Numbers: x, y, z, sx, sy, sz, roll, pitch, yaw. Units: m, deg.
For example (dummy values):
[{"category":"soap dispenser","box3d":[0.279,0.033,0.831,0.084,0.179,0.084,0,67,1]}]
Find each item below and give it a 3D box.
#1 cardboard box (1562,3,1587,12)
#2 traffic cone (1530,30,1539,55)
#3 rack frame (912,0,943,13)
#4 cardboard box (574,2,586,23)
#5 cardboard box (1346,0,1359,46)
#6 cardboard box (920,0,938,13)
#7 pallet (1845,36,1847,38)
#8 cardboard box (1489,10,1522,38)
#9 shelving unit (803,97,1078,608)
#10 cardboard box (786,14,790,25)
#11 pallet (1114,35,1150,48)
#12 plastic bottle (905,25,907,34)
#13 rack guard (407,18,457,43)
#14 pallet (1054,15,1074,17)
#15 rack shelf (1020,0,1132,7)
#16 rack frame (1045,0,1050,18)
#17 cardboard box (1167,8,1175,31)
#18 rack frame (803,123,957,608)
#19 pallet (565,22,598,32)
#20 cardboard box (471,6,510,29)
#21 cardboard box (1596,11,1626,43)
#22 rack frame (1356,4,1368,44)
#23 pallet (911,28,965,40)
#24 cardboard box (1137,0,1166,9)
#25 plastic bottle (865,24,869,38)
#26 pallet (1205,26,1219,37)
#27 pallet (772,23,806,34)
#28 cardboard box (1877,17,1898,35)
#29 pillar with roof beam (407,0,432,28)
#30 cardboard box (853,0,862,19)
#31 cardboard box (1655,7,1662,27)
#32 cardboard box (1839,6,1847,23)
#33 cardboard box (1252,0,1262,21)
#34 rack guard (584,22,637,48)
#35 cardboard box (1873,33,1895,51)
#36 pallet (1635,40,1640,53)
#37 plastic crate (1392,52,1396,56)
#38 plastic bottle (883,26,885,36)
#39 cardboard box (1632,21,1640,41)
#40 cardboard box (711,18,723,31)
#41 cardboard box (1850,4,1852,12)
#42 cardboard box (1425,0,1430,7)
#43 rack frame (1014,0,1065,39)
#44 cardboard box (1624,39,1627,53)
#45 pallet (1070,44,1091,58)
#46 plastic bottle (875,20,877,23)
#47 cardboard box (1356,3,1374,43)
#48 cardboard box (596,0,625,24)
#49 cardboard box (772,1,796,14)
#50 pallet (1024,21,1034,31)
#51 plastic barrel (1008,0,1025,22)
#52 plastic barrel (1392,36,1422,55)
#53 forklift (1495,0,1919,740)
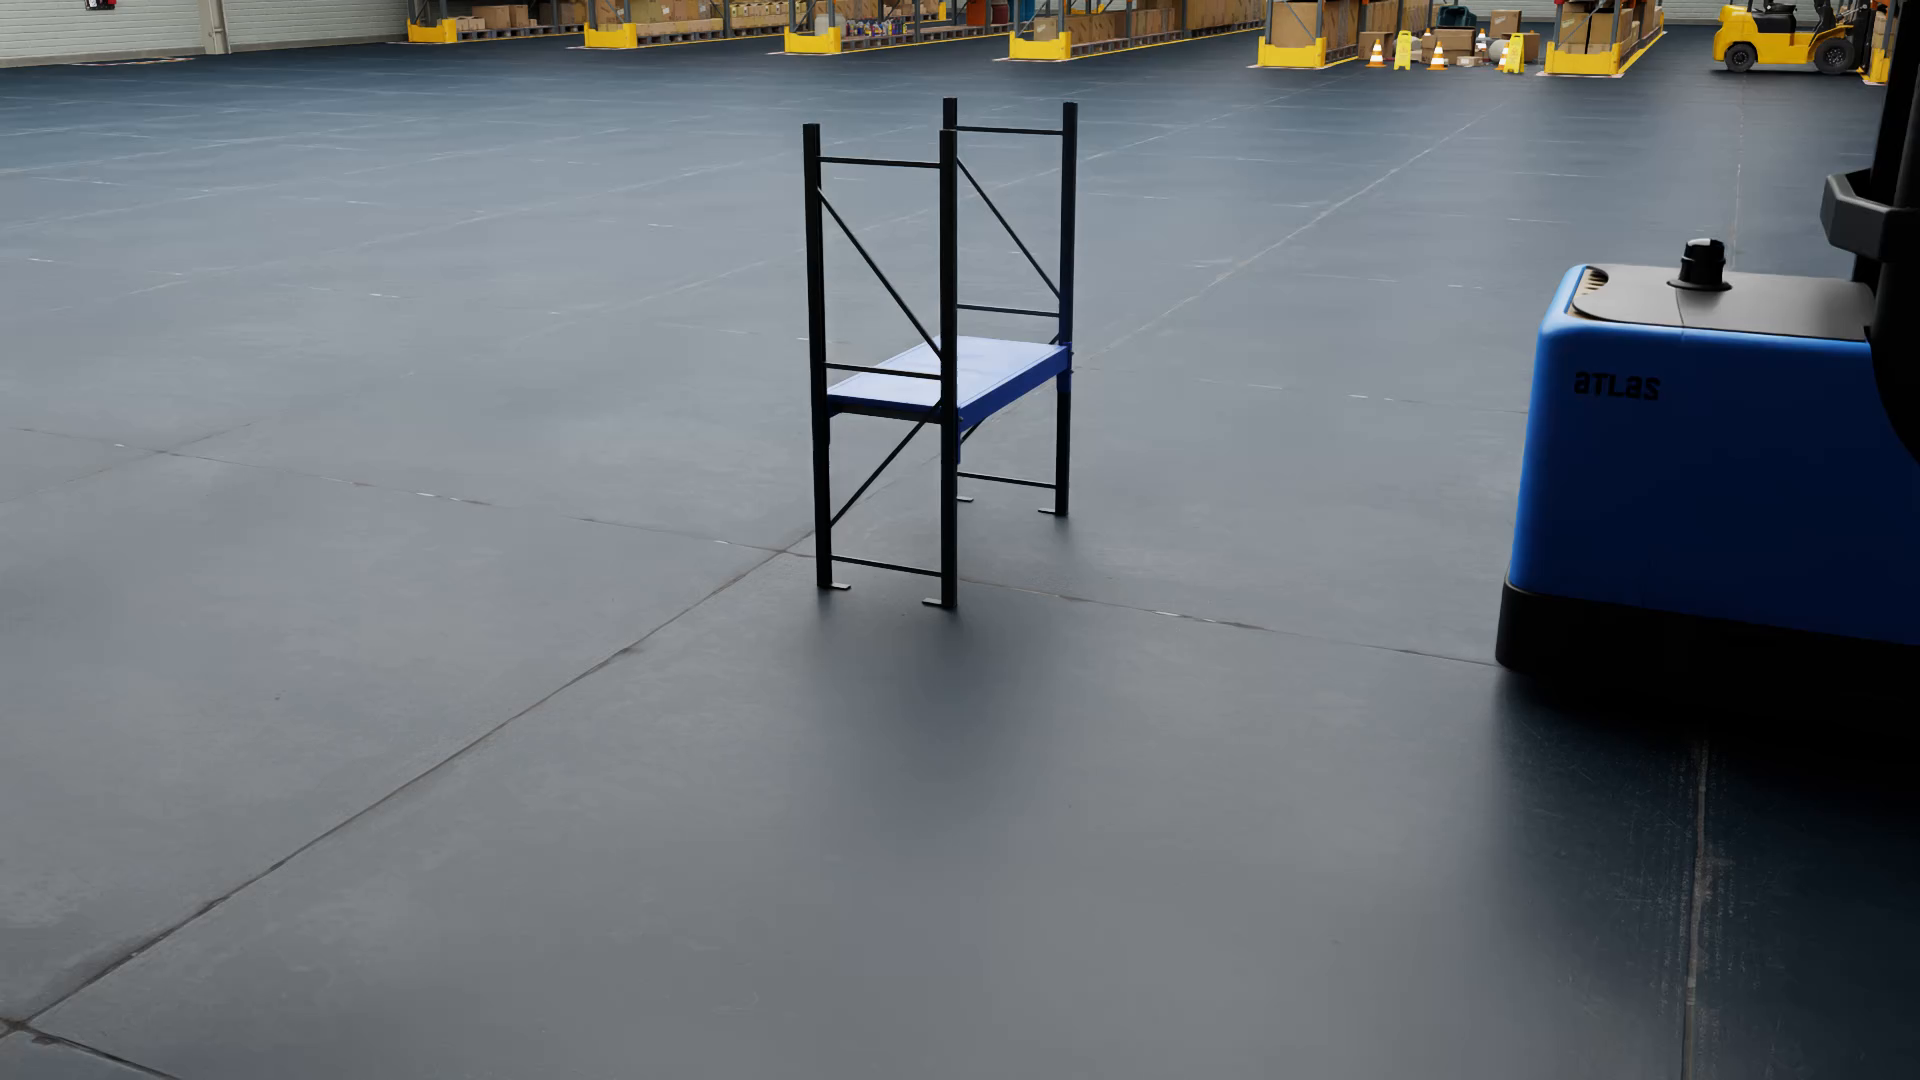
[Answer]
[{"category":"cardboard box","box3d":[10.734,-9.314,29.071,0.380,0.149,0.250,9,22,24]},{"category":"traffic cone","box3d":[11.423,-9.949,33.254,0.336,0.463,0.334,9,21,23]},{"category":"rack frame","box3d":[-0.970,-16.962,49.186,1.000,3.000,0.127,9,21,23]},{"category":"cardboard box","box3d":[-9.953,-13.394,42.227,0.700,0.500,0.500,8,21,22]},{"category":"cardboard box","box3d":[7.314,-10.236,32.817,0.875,0.875,0.875,9,21,24]},{"category":"cardboard box","box3d":[-0.968,-15.791,48.969,0.500,0.500,0.500,9,21,23]},{"category":"pallet","box3d":[19.700,-10.771,35.941,1.003,0.211,1.213,9,21,23]},{"category":"cardboard box","box3d":[10.557,-9.987,32.175,0.500,0.500,0.500,9,21,23]},{"category":"shelving unit","box3d":[-0.035,-0.681,5.644,0.538,1.500,1.048,9,21,23]},{"category":"cardboard box","box3d":[-4.447,-13.066,41.709,0.500,0.250,0.500,8,21,22]},{"category":"pallet","box3d":[3.469,-10.857,36.183,1.003,0.211,1.213,9,21,23]},{"category":"plastic bottle","box3d":[-1.231,-11.348,36.920,0.097,0.201,0.097,0,20,0]},{"category":"rack guard","box3d":[-12.012,-11.595,37.825,1.175,0.500,0.348,9,21,23]},{"category":"pallet","box3d":[3.174,-14.720,47.045,1.003,0.211,1.213,9,21,23]},{"category":"rack shelf","box3d":[2.333,-10.983,33.447,1.077,0.370,4.000,9,21,23]},{"category":"rack frame","box3d":[1.909,-15.058,43.834,1.000,3.000,0.127,9,21,23]},{"category":"cardboard box","box3d":[4.534,-11.978,38.246,0.700,0.500,0.500,7,21,20]},{"category":"rack frame","box3d":[-0.243,-0.525,5.207,0.500,1.500,0.032,9,21,23]},{"category":"pallet","box3d":[-9.589,-13.271,42.969,1.003,0.211,1.213,9,21,23]},{"category":"cardboard box","box3d":[-11.098,-12.369,39.348,0.700,0.500,0.500,7,21,19]},{"category":"cardboard box","box3d":[11.357,-8.982,29.107,0.500,0.500,0.500,8,21,21]},{"category":"rack frame","box3d":[7.635,-11.221,33.045,1.000,3.000,0.127,9,21,23]},{"category":"pallet","box3d":[-0.582,-11.918,39.167,1.003,0.211,1.213,9,21,23]},{"category":"cardboard box","box3d":[4.335,-12.166,37.656,0.500,0.250,0.500,11,22,29]},{"category":"plastic bottle","box3d":[-1.978,-10.823,35.340,0.097,0.271,0.097,0,20,0]},{"category":"pallet","box3d":[5.682,-12.444,40.645,1.003,0.211,1.213,9,21,23]},{"category":"pallet","box3d":[-4.619,-12.956,42.084,1.003,0.211,1.213,9,21,23]},{"category":"cardboard box","box3d":[14.989,-8.227,26.611,0.500,0.250,0.500,9,22,25]},{"category":"pillar with roof beam","box3d":[-8.618,-15.318,35.610,9.100,9.000,0.400,9,21,23]},{"category":"cardboard box","box3d":[-2.965,-14.275,44.706,0.500,0.500,0.500,9,21,23]},{"category":"cardboard box","box3d":[16.561,-12.736,40.501,0.875,0.438,0.875,9,22,24]},{"category":"cardboard box","box3d":[21.300,-12.409,39.484,0.797,0.503,0.637,8,21,21]},{"category":"cardboard box","box3d":[7.504,-14.313,44.283,0.875,0.875,0.875,9,21,23]},{"category":"rack guard","box3d":[-7.532,-10.885,35.831,1.175,0.500,0.348,9,21,23]},{"category":"cardboard box","box3d":[14.999,-8.000,26.718,0.500,0.250,0.500,8,21,22]},{"category":"pallet","box3d":[13.509,-10.243,34.457,1.003,0.211,1.213,9,21,23]},{"category":"plastic crate","box3d":[8.760,-9.691,32.852,0.662,0.188,0.450,-14,14,-33]},{"category":"plastic bottle","box3d":[-1.672,-11.019,35.995,0.097,0.201,0.097,0,20,0]},{"category":"cardboard box","box3d":[13.590,-10.584,34.549,0.950,0.372,0.625,7,21,19]},{"category":"cardboard box","box3d":[-5.875,-12.024,38.779,0.500,0.250,0.500,9,21,23]},{"category":"cardboard box","box3d":[19.609,-11.591,36.221,0.380,0.149,0.250,10,22,25]},{"category":"cardboard box","box3d":[10.837,-12.778,39.407,0.500,0.250,0.500,8,21,21]},{"category":"rack frame","box3d":[1.514,-10.710,31.608,1.000,3.000,0.127,9,21,23]},{"category":"cardboard box","box3d":[11.775,-8.939,30.104,0.500,0.250,0.500,9,21,24]},{"category":"pallet","box3d":[1.910,-9.663,32.825,1.003,0.211,1.213,9,21,23]},{"category":"plastic bottle","box3d":[-1.897,-11.497,37.236,0.097,0.271,0.097,0,20,0]},{"category":"cardboard box","box3d":[7.808,-10.561,33.920,1.050,0.750,0.750,8,21,22]},{"category":"cardboard box","box3d":[-7.574,-11.531,36.273,0.500,0.500,0.500,9,21,23]},{"category":"cardboard box","box3d":[-4.443,-13.329,41.611,0.500,0.311,0.500,8,21,22]},{"category":"pallet","box3d":[1.555,-13.514,43.654,1.003,0.211,1.213,9,21,23]},{"category":"plastic barrel","box3d":[1.381,-13.887,43.045,0.600,0.901,0.708,9,21,23]},{"category":"plastic barrel","box3d":[8.570,-9.450,31.910,0.421,0.421,0.512,-9,22,-24]},{"category":"forklift","box3d":[3.106,-0.906,4.143,3.031,2.935,1.130,8,21,22]}]
